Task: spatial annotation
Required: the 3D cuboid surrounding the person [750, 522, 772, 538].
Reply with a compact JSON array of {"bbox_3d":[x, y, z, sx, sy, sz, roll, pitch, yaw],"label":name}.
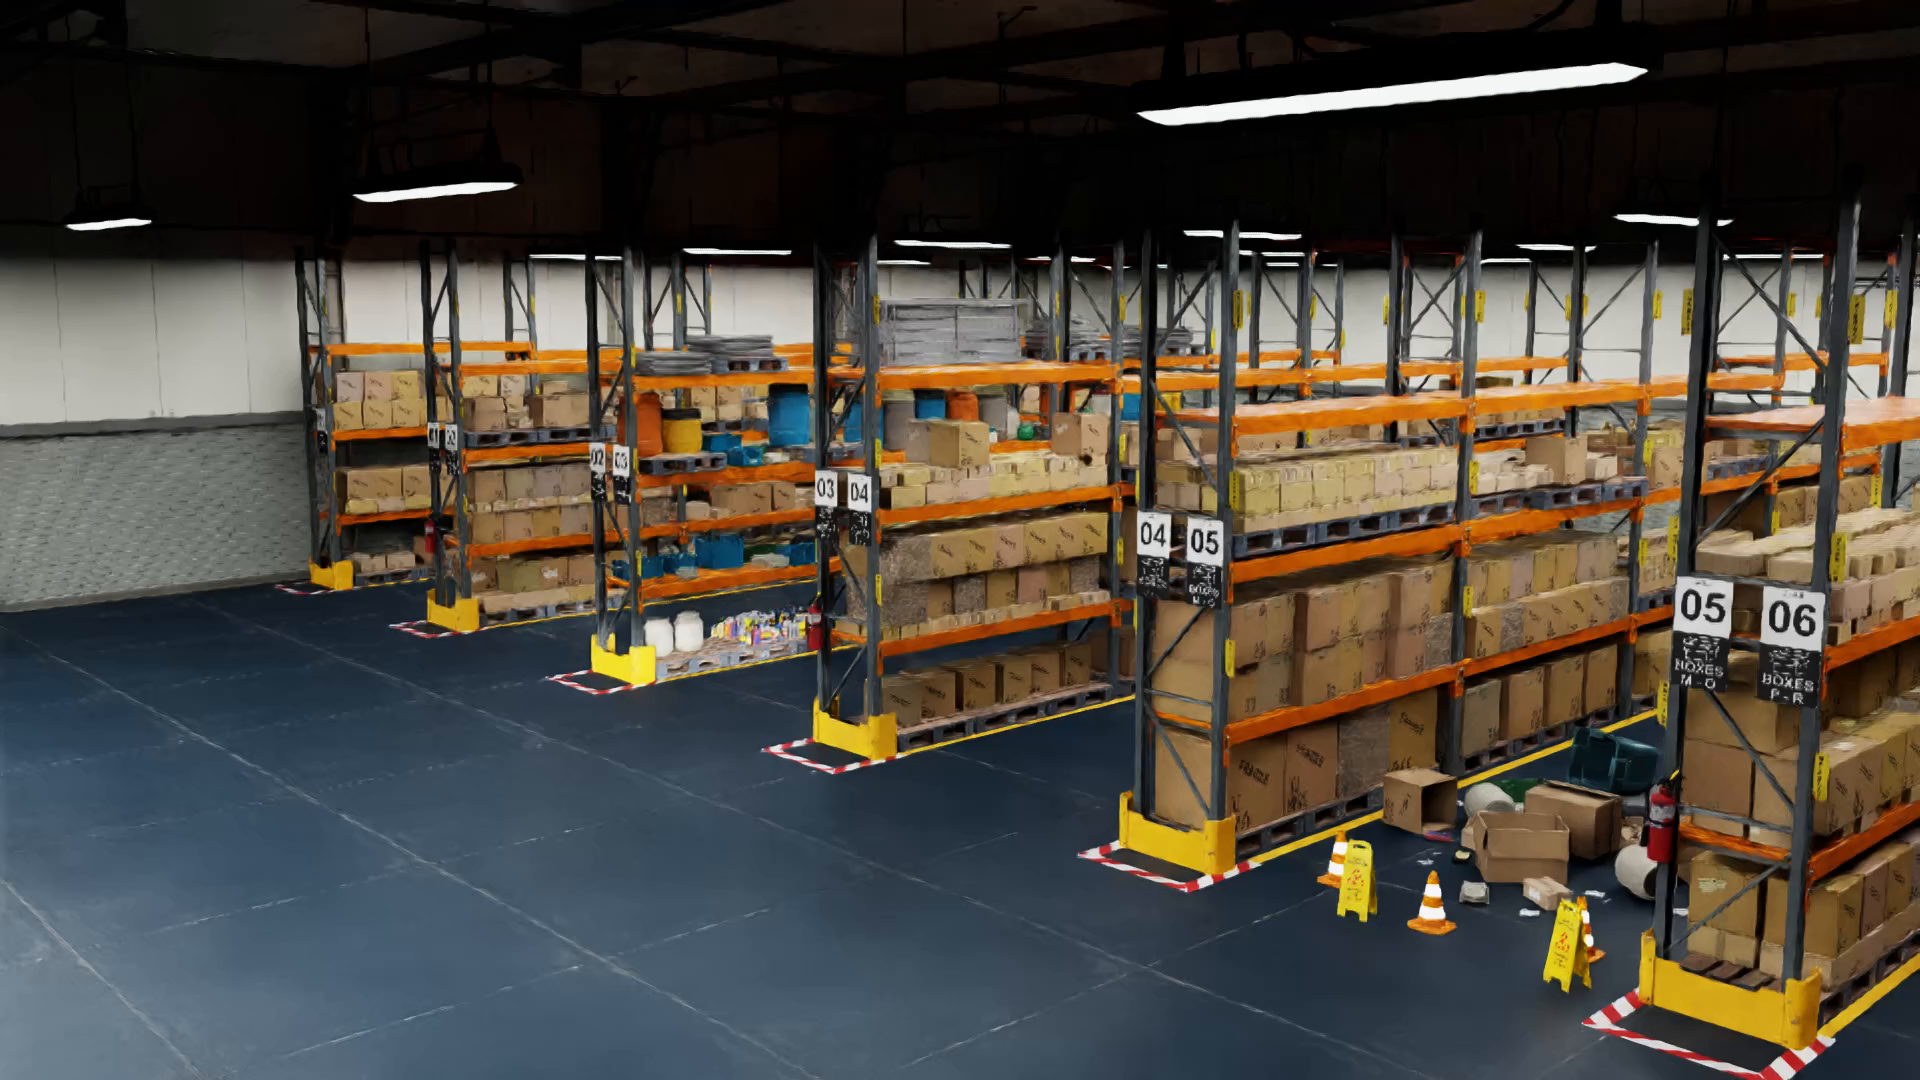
[{"bbox_3d":[-3.832,-0.315,32.117,0.518,1.589,0.592,-8,12,-44],"label":"person"}]
